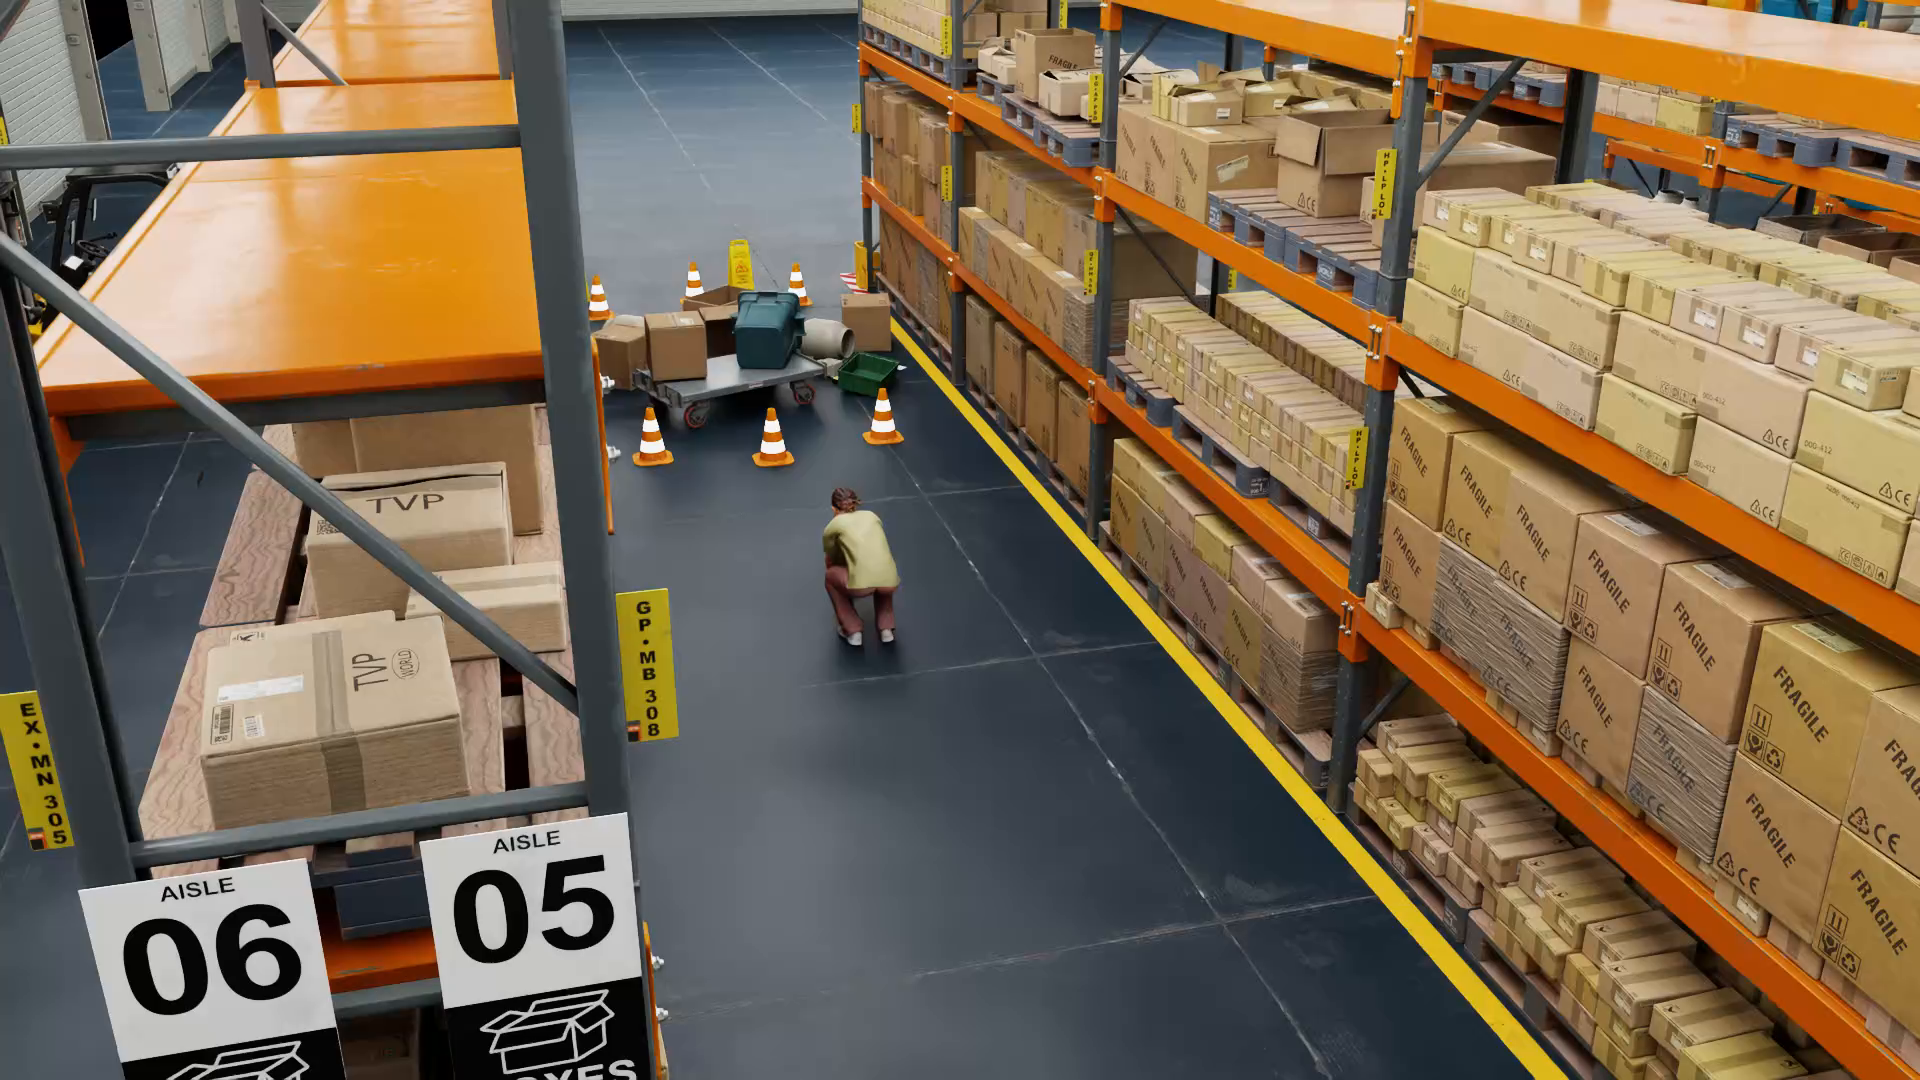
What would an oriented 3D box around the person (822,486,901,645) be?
[{"bbox_3d":[-0.672,0.168,11.163,0.461,0.932,0.830,-7,24,-16],"label":"person"}]
